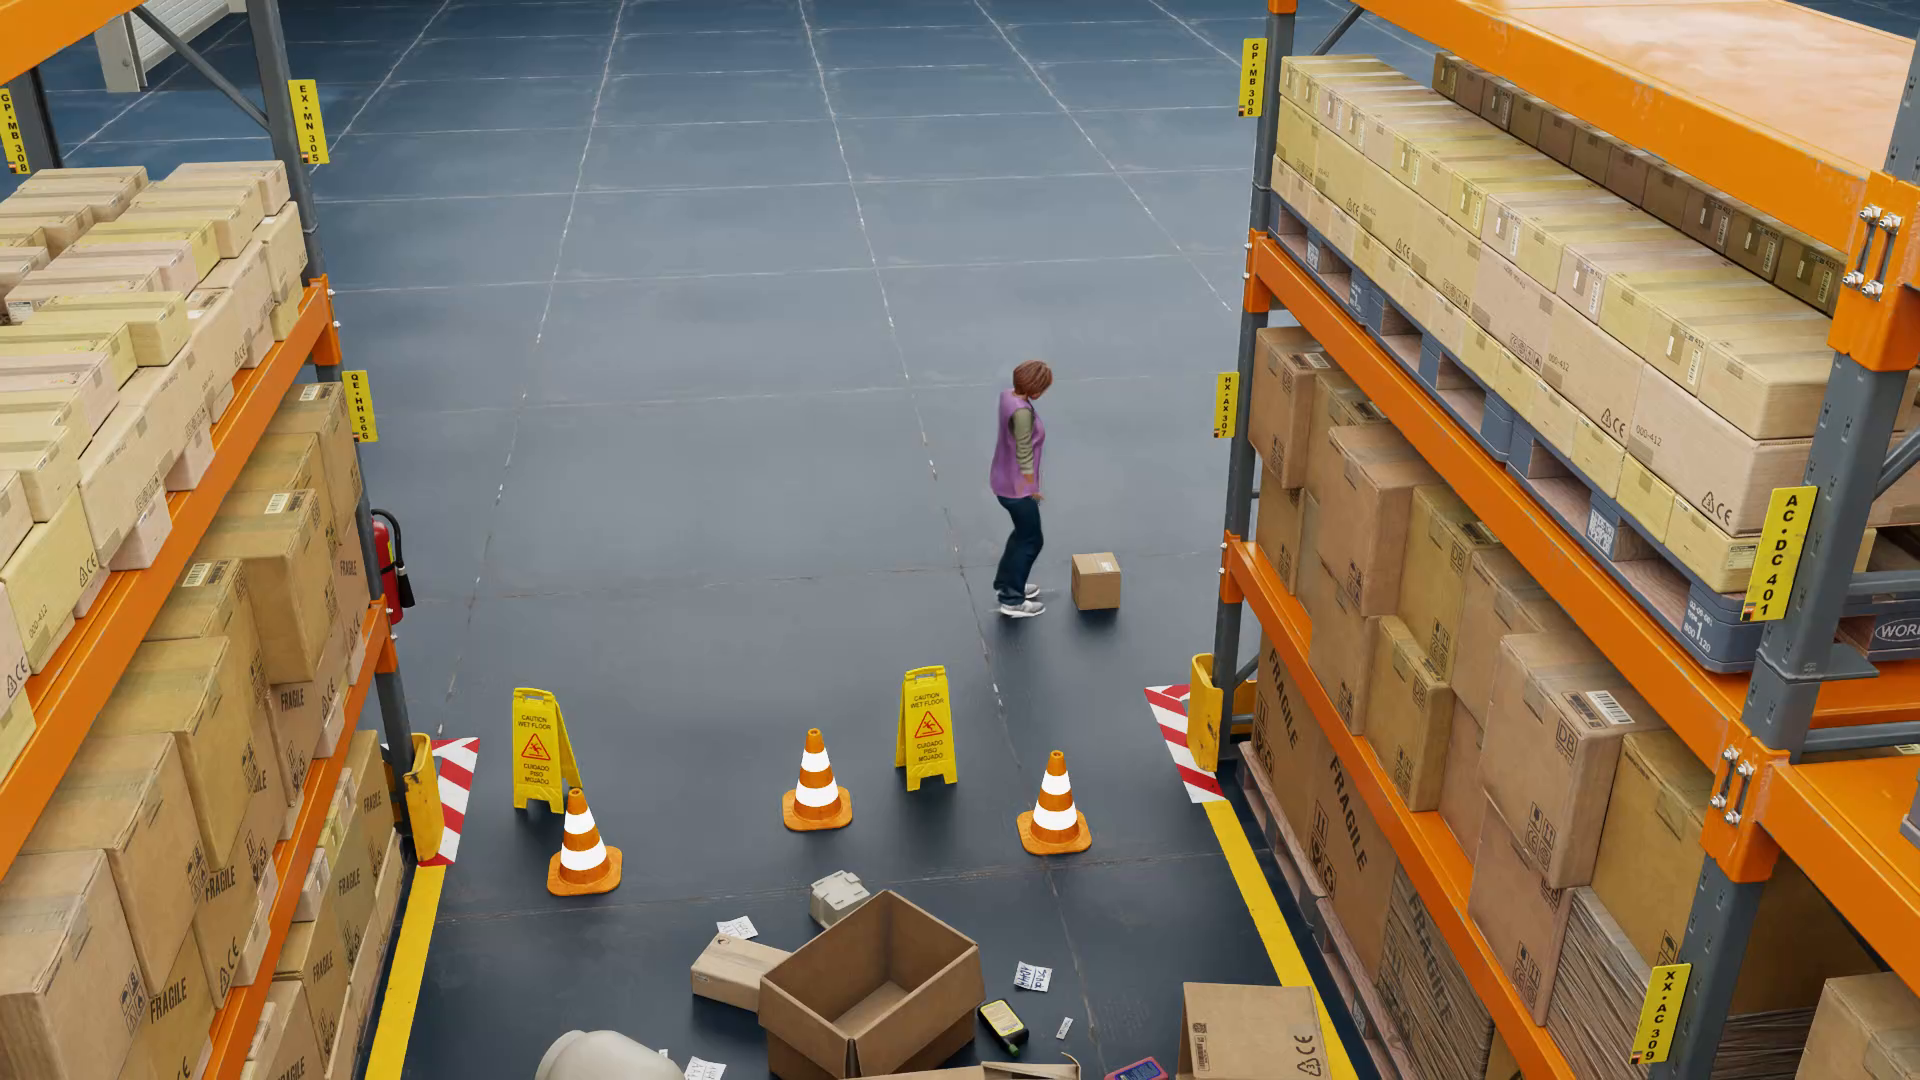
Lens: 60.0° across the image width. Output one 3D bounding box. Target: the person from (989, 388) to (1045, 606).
[{"bbox_3d":[0.327,-0.262,9.765,0.309,1.299,0.420,-3,28,-6],"label":"person"}]
